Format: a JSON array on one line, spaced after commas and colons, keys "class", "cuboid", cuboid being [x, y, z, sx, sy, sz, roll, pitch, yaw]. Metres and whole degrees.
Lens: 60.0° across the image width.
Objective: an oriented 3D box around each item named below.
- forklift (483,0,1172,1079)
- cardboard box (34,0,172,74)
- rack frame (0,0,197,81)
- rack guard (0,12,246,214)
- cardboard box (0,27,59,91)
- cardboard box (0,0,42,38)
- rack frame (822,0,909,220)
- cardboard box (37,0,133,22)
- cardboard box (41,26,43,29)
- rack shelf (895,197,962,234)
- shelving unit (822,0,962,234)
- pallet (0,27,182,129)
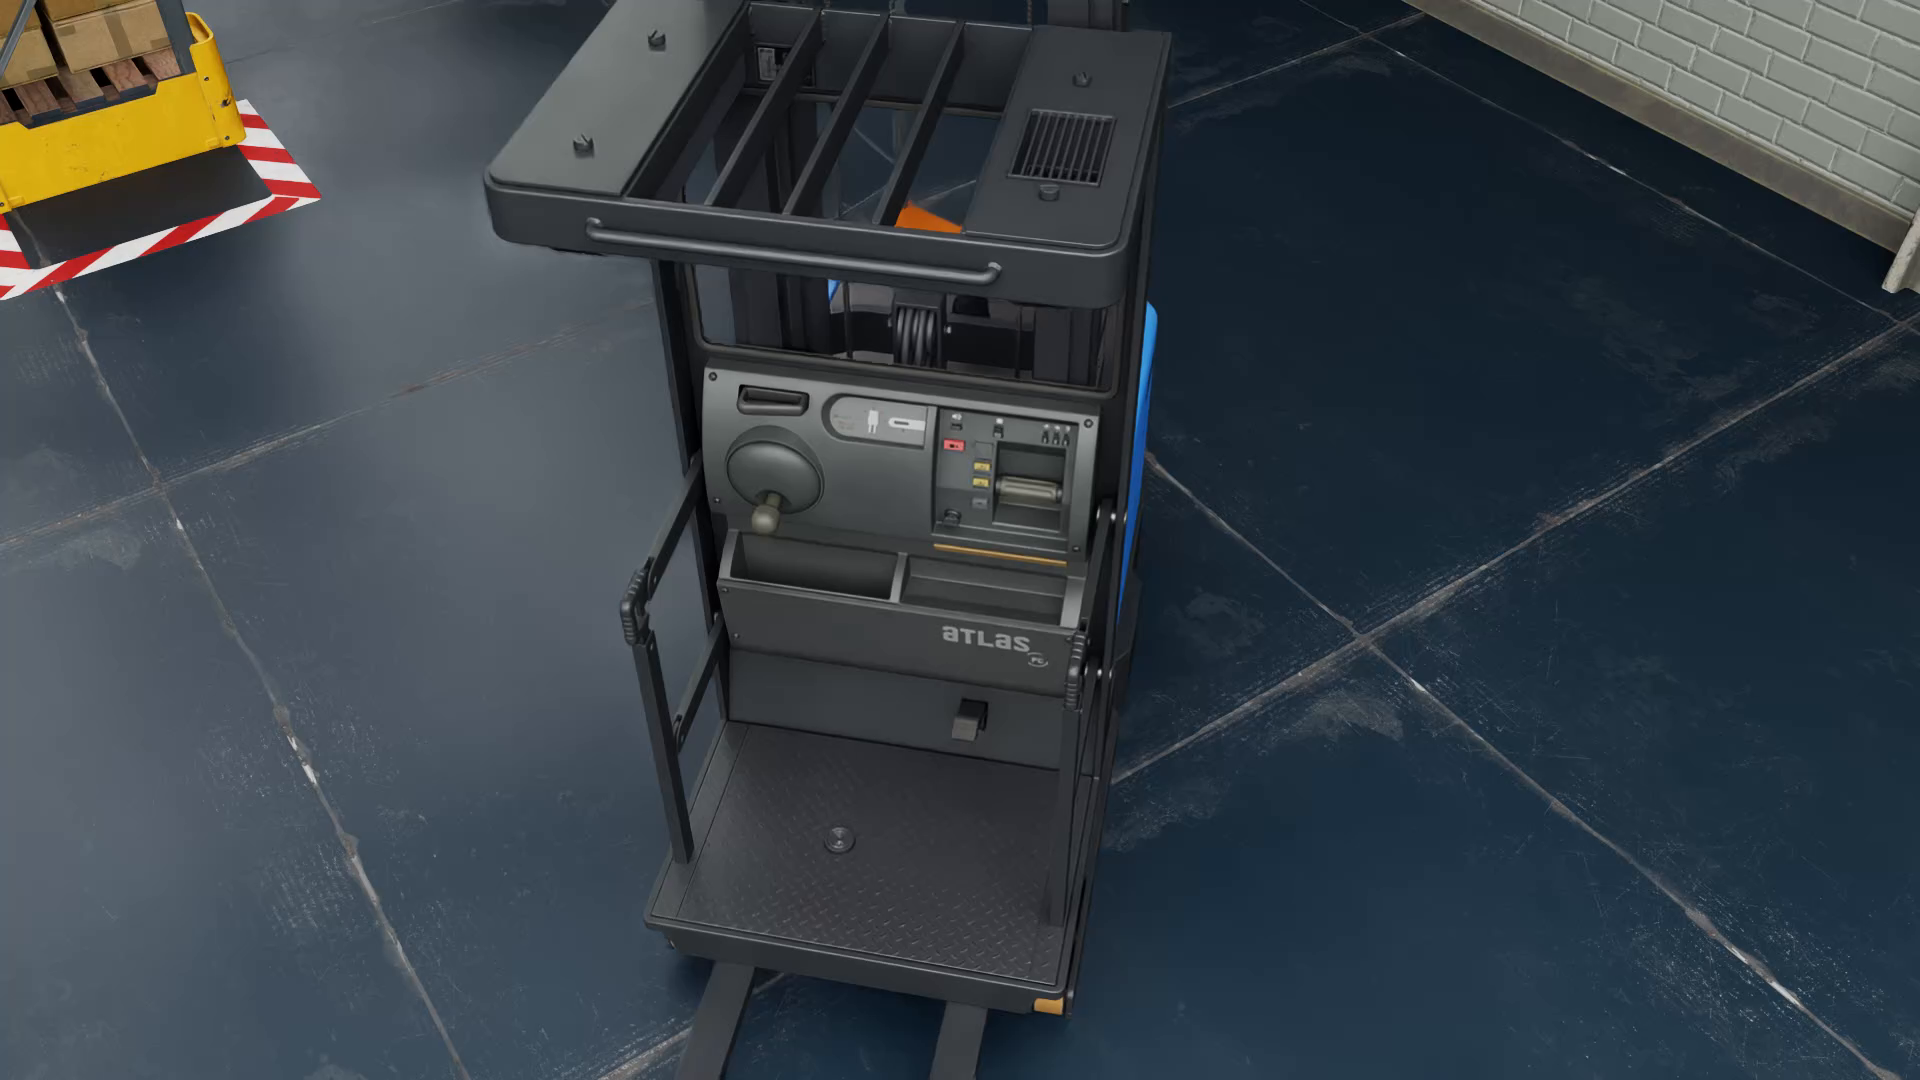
[{"class": "forklift", "cuboid": [-0.187, -0.086, 3.717, 1.130, 2.935, 3.031, 8, 44, 8]}, {"class": "cardboard box", "cuboid": [-4.051, -2.483, 7.866, 0.500, 0.250, 0.500, -26, 49, -25]}, {"class": "rack frame", "cuboid": [-3.816, -2.760, 6.468, 1.000, 3.000, 0.127, -26, 49, -24]}, {"class": "rack guard", "cuboid": [-3.860, -1.898, 7.377, 1.175, 0.500, 0.348, -26, 49, -24]}, {"class": "cardboard box", "cuboid": [-4.513, -2.282, 7.655, 0.500, 0.250, 0.500, -26, 49, -25]}, {"class": "cardboard box", "cuboid": [-4.488, -2.539, 7.381, 0.500, 0.500, 0.500, -25, 49, -24]}, {"class": "rack frame", "cuboid": [-0.357, -1.190, 5.910, 0.032, 1.500, 0.500, 30, 51, 27]}, {"class": "cardboard box", "cuboid": [-4.065, -2.767, 7.621, 0.500, 0.500, 0.500, -27, 50, -26]}, {"class": "cardboard box", "cuboid": [-4.337, -2.775, 8.172, 0.500, 0.250, 0.500, -24, 49, -23]}, {"class": "rack shelf", "cuboid": [0.035, -0.837, 5.801, 1.000, 0.185, 0.538, 30, 51, 27]}, {"class": "shelving unit", "cuboid": [0.028, -0.971, 5.681, 1.083, 1.500, 0.587, 30, 51, 27]}, {"class": "pallet", "cuboid": [-4.295, -2.268, 7.973, 1.003, 0.211, 1.213, -26, 49, -24]}]
